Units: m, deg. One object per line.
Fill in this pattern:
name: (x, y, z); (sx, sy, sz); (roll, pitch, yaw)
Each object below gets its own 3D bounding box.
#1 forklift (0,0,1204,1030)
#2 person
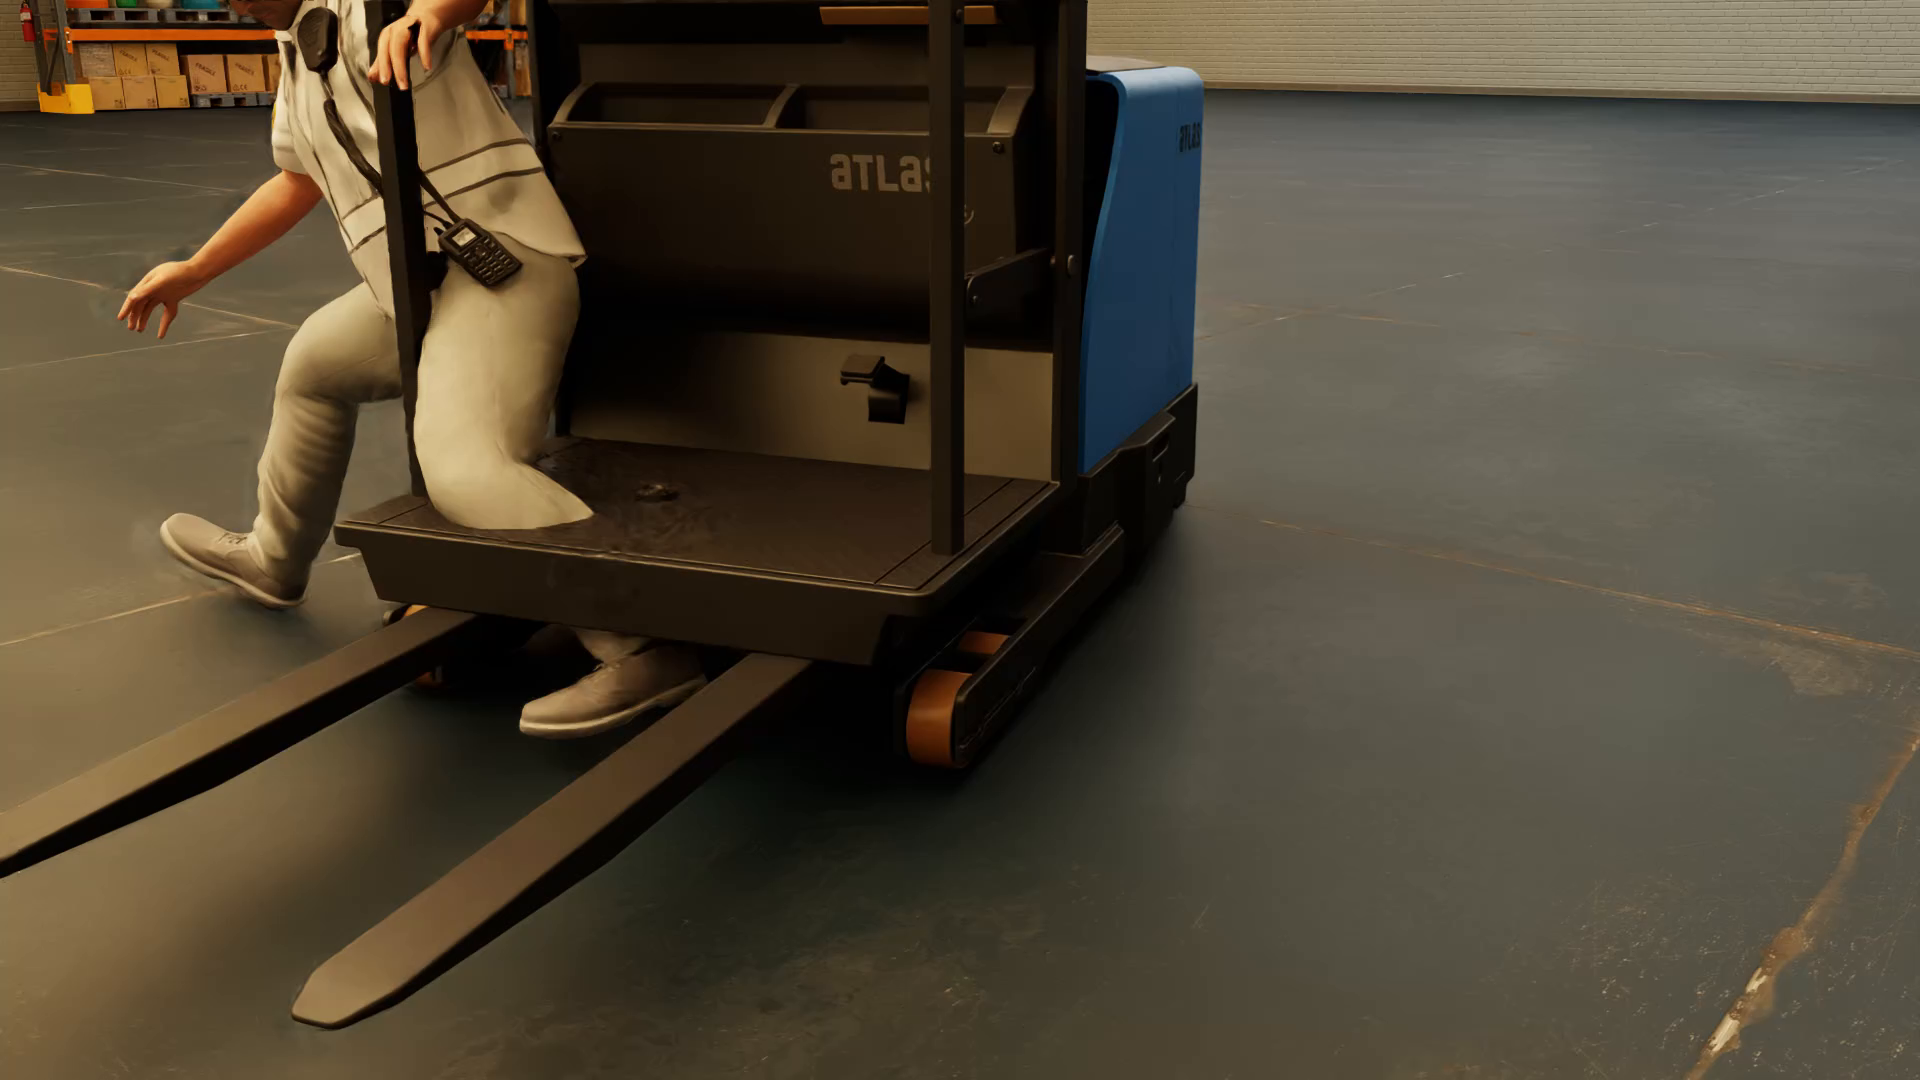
forklift: (-0.392, -1.162, 2.725); (1.130, 2.935, 3.031); (6, 18, 19)
person: (-1.057, -0.453, 2.966); (0.791, 1.461, 1.310); (-9, 19, -27)
